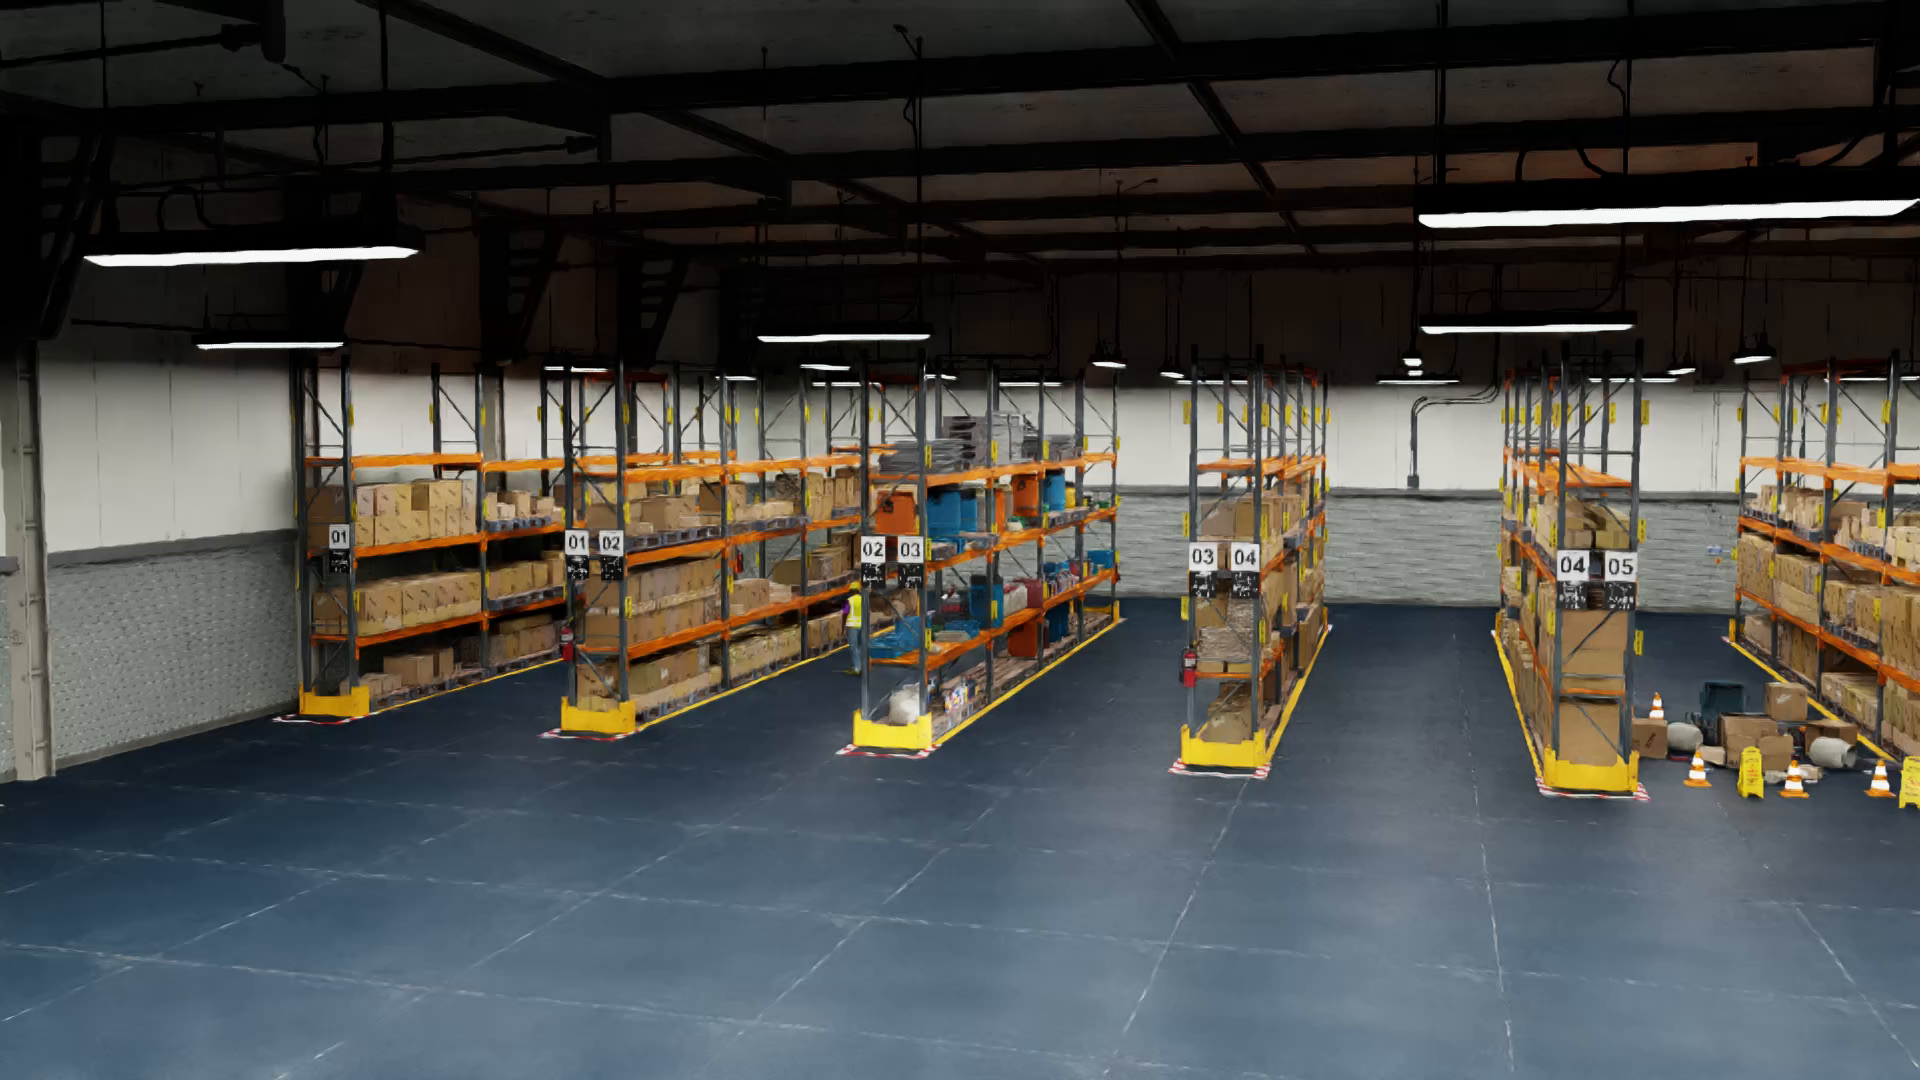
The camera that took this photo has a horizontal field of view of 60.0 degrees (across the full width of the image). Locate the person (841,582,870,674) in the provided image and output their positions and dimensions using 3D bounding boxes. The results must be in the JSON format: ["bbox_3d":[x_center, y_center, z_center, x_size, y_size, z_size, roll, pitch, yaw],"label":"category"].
[{"bbox_3d":[-2.041,1.686,32.272,0.673,1.763,0.580,-4,6,-44],"label":"person"}]

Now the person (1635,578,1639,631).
[{"bbox_3d":[14.411,1.403,35.956,0.586,1.782,0.675,3,5,36],"label":"person"}]

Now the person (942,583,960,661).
[{"bbox_3d":[-0.183,1.644,33.997,0.456,1.587,1.088,1,5,18],"label":"person"}]
